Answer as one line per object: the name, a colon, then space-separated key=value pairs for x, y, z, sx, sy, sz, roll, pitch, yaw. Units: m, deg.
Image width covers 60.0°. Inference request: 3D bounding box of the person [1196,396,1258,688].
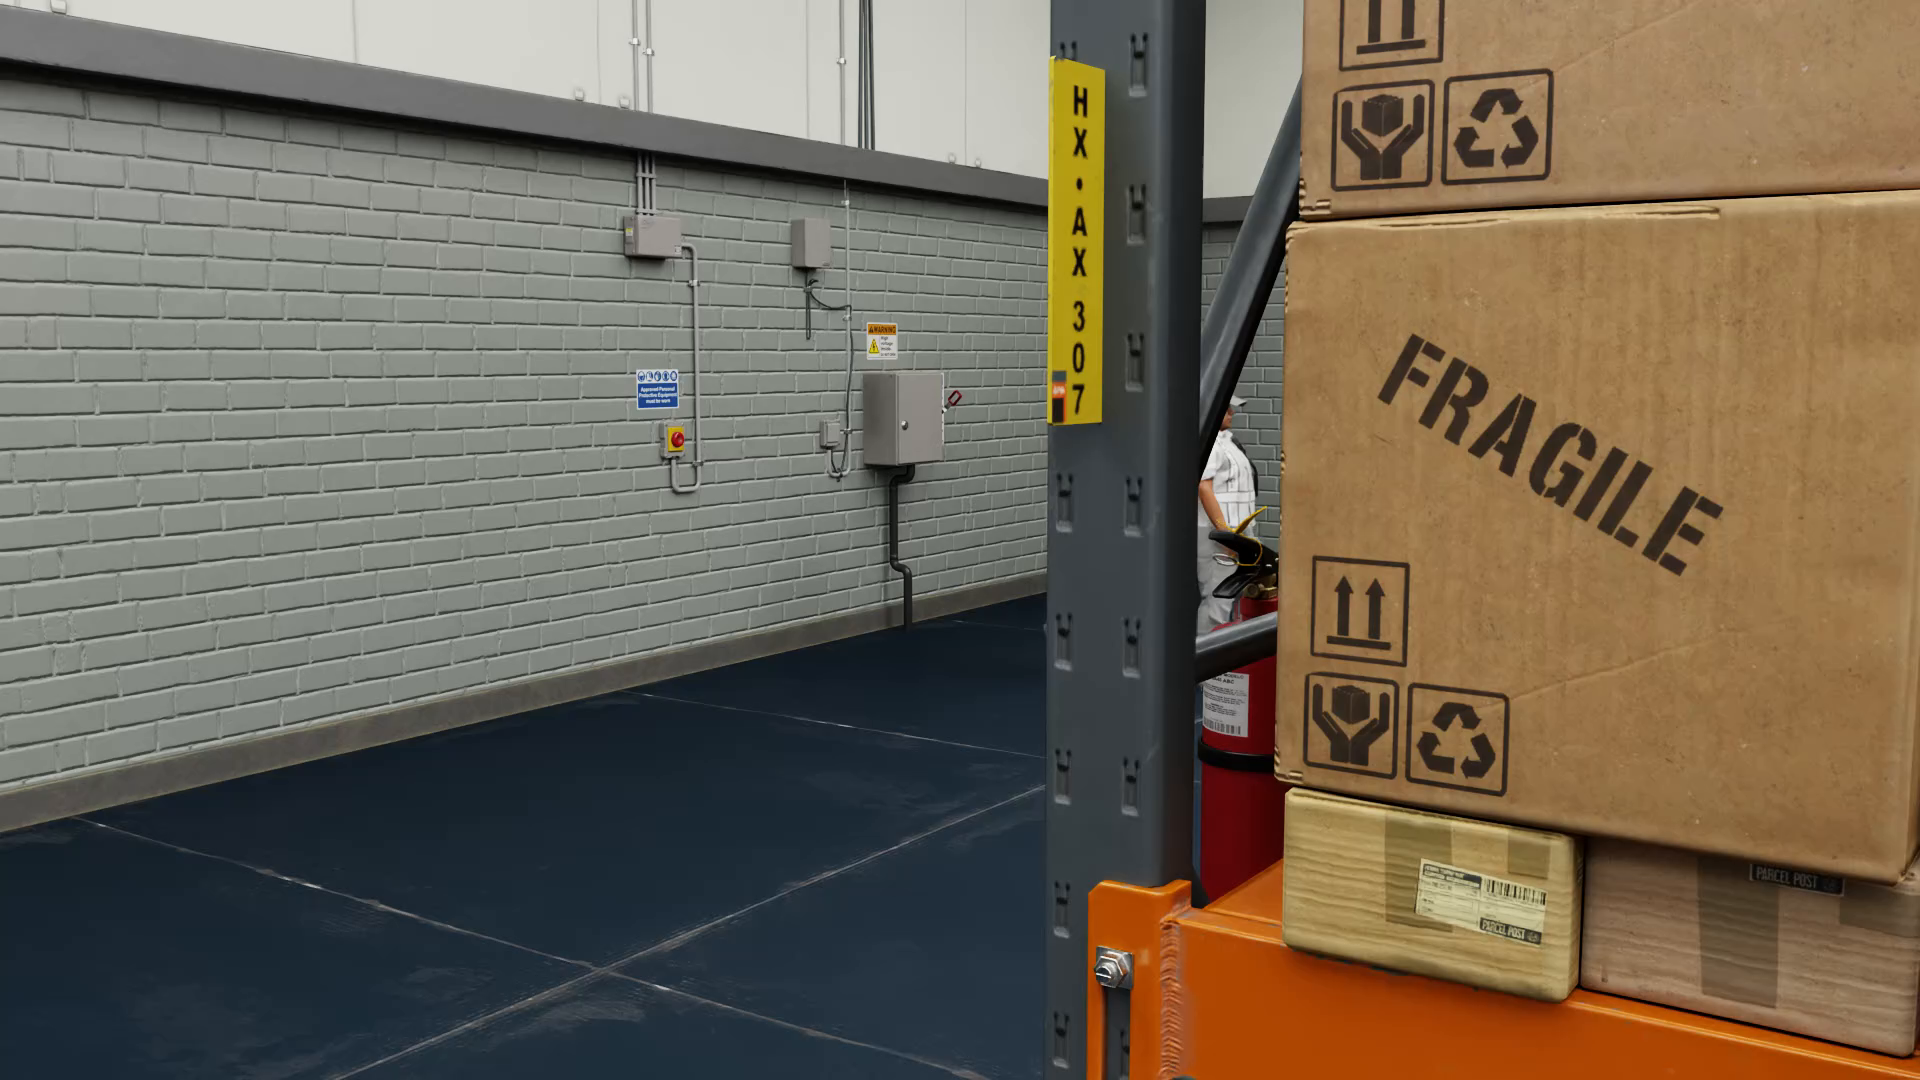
person: x=1.475 y=0.025 z=9.100 sx=0.501 sy=1.758 sz=0.519 roll=3 pitch=7 yaw=27
